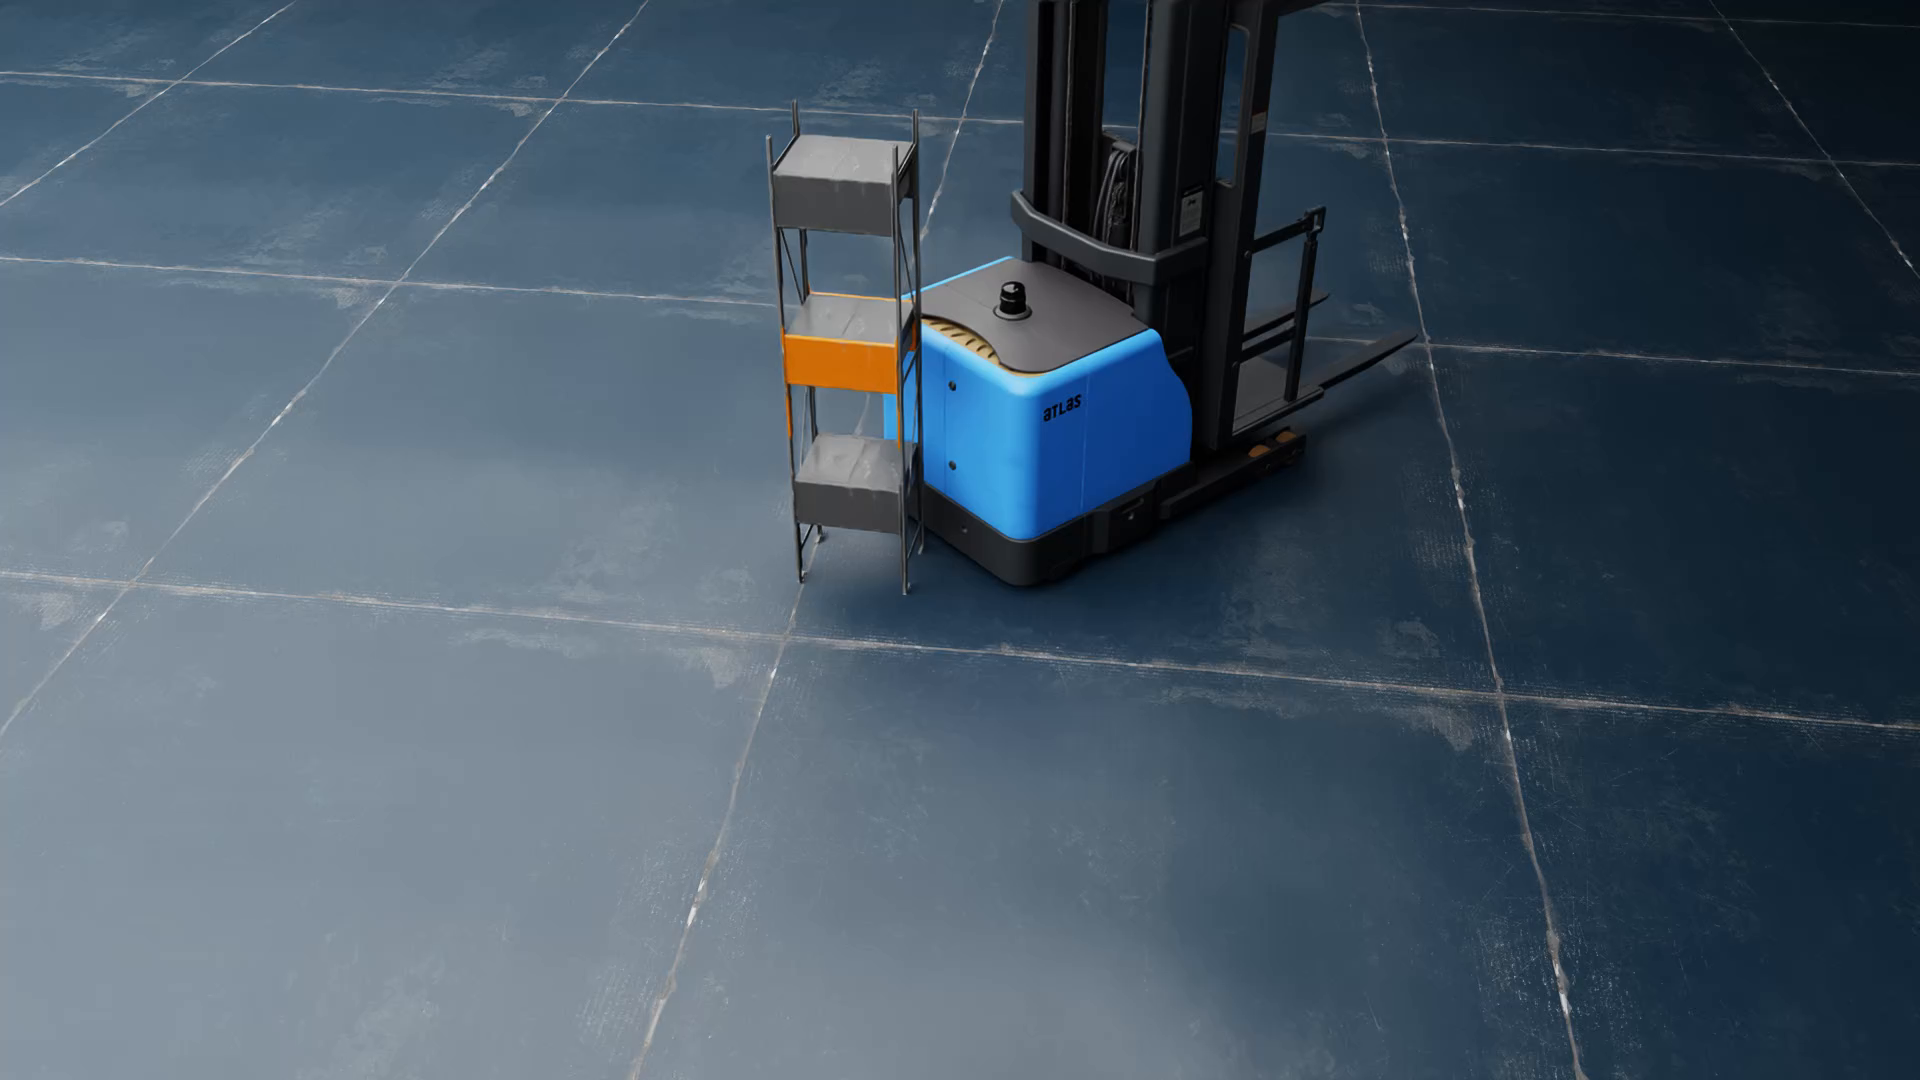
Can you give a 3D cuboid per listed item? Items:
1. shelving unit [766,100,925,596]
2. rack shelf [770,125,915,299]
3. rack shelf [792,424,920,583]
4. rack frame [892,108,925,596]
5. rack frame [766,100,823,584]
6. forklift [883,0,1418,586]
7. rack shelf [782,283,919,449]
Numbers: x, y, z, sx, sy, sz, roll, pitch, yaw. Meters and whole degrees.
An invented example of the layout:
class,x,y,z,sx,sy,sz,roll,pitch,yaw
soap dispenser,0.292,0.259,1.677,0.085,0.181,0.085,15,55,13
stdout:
class,x,y,z,sx,sy,sz,roll,pitch,yaw
shelving unit,-0.448,-0.745,6.986,0.503,2.100,0.431,6,36,9
rack shelf,-0.448,-1.303,6.587,0.480,0.518,0.431,6,36,9
rack shelf,-0.448,-0.164,7.400,0.480,0.518,0.431,6,36,9
rack frame,-0.208,-0.718,6.949,0.015,2.100,0.400,6,36,9
rack frame,-0.687,-0.771,7.023,0.015,2.100,0.400,6,36,9
forklift,1.086,-1.704,7.614,3.031,2.935,1.130,-26,43,-31
rack shelf,-0.448,-0.734,6.994,0.480,0.518,0.431,6,36,9
